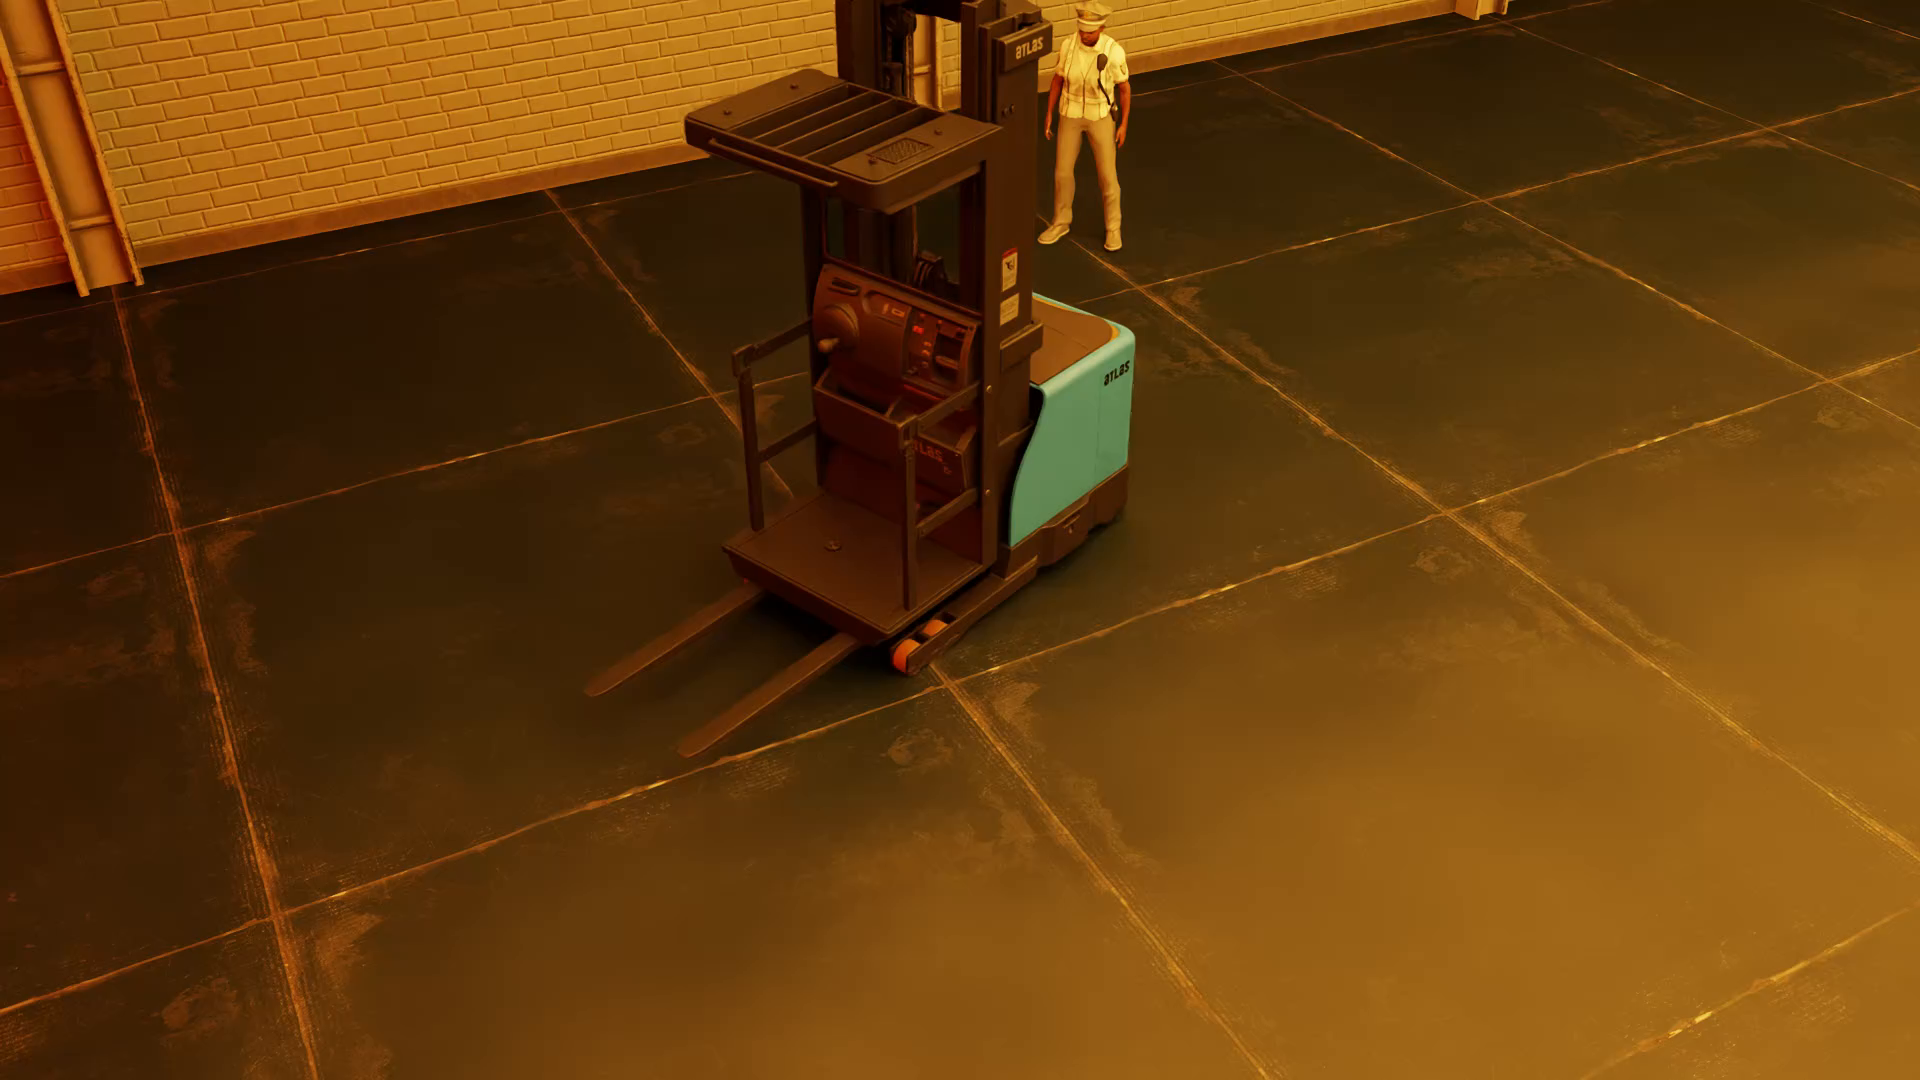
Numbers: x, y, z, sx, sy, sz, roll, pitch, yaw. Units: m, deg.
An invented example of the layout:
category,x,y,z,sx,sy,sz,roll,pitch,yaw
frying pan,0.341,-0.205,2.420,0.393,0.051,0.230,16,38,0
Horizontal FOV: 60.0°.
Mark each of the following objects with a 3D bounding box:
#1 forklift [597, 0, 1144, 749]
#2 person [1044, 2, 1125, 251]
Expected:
category,x,y,z,sx,sy,sz,roll,pitch,yaw
forklift,-0.390,-0.927,7.434,1.130,2.935,3.031,26,43,31
person,0.852,-2.792,11.185,0.628,1.660,0.451,11,37,15
